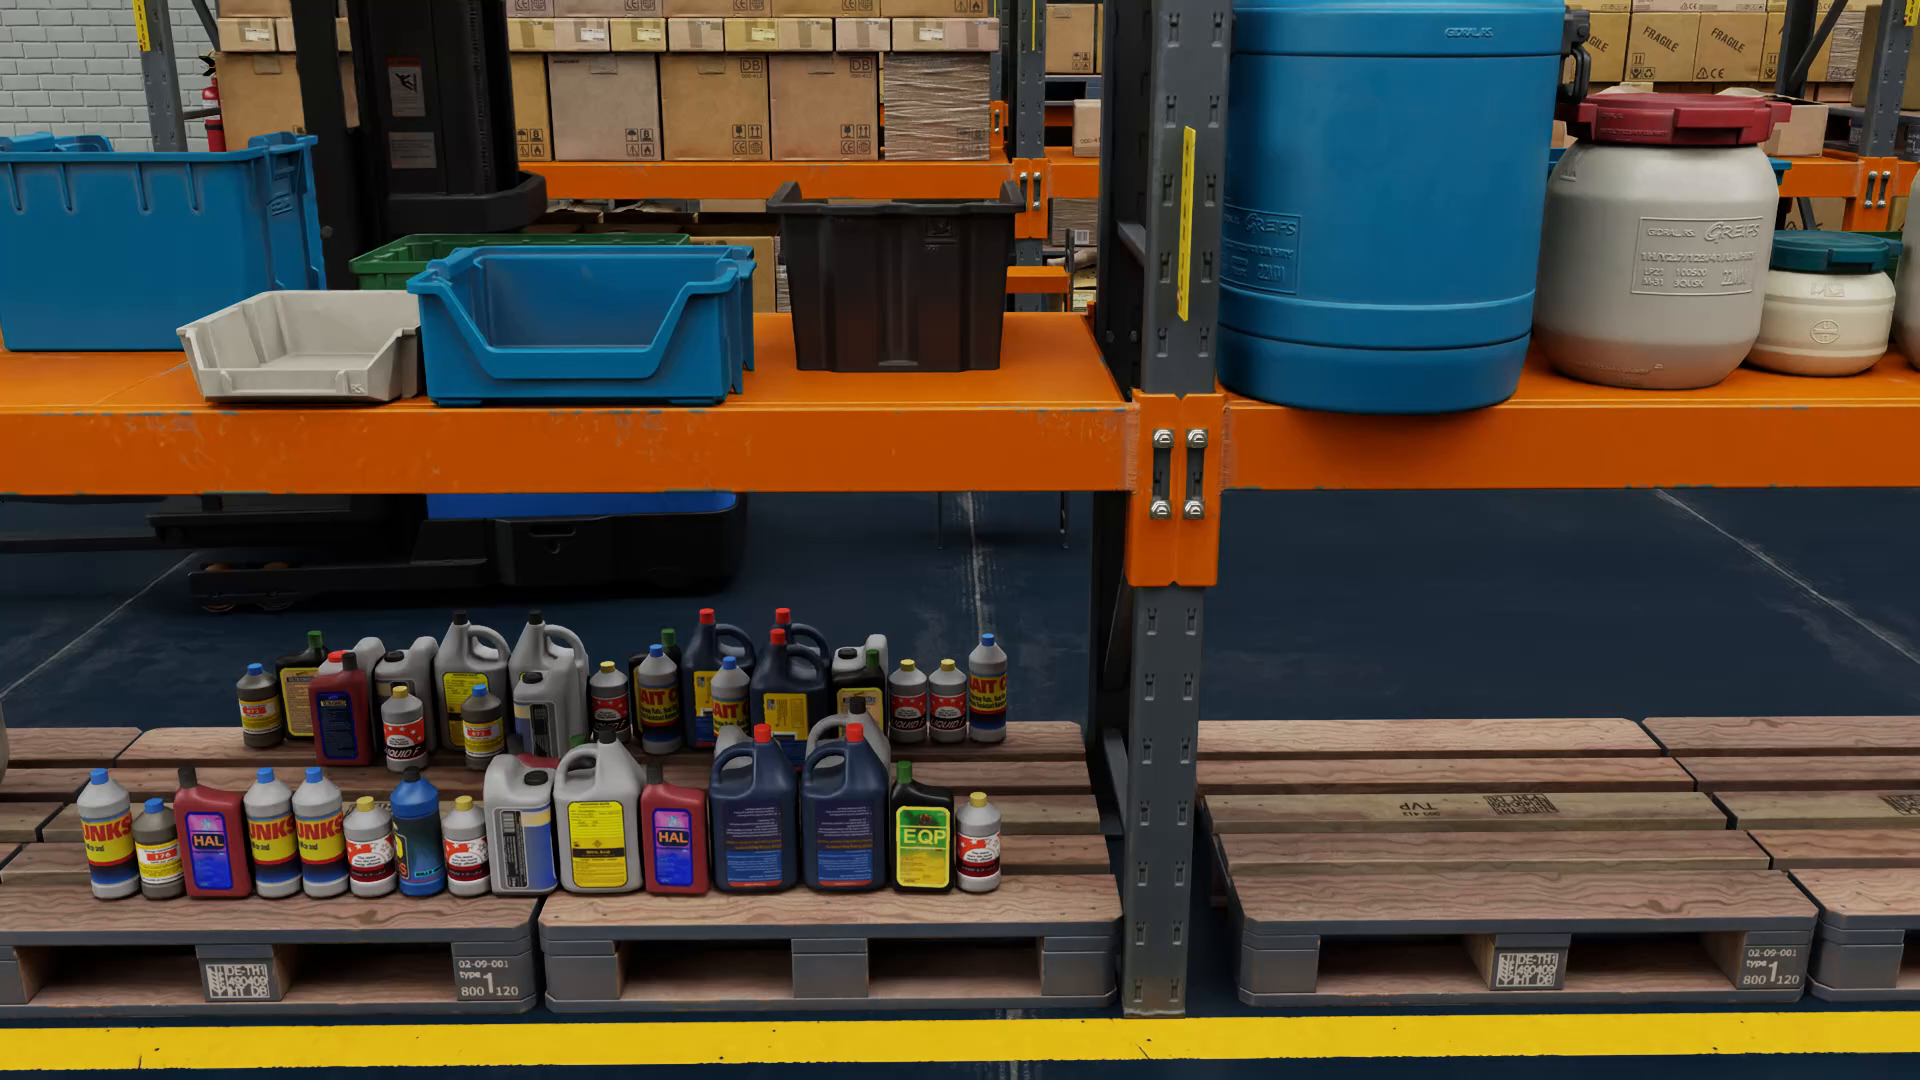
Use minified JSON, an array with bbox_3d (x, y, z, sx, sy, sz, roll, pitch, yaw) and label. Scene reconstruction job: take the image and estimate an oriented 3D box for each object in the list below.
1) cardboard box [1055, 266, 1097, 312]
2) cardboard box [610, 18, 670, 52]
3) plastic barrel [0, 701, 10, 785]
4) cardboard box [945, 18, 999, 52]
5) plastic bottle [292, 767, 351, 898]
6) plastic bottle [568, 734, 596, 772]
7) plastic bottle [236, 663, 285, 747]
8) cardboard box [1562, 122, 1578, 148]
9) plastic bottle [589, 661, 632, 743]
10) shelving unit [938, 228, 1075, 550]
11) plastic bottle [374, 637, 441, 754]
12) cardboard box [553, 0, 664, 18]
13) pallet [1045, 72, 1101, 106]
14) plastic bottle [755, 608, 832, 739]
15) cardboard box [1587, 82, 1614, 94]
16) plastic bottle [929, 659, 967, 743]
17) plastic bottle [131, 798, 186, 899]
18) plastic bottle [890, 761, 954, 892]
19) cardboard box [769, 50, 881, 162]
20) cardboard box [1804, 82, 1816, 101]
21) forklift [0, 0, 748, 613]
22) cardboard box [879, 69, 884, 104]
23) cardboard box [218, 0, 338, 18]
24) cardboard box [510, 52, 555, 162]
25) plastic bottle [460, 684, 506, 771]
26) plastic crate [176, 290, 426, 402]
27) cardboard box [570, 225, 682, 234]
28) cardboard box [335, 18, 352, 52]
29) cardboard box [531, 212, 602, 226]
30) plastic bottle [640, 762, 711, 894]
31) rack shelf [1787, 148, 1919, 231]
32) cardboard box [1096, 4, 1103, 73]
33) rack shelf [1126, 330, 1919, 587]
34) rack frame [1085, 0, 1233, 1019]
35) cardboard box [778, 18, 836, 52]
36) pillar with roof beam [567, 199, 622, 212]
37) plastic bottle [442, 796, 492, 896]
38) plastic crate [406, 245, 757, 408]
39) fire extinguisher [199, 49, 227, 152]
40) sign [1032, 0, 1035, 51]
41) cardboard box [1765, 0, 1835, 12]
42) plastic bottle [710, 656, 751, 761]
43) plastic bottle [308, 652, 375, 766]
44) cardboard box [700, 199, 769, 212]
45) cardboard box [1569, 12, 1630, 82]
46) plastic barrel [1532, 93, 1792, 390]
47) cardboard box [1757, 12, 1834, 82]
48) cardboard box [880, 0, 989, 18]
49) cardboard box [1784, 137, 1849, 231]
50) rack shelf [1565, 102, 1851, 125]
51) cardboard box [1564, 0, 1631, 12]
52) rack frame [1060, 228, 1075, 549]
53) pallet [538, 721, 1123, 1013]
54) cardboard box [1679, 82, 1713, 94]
[{"bbox_3d":[0.739,-1.184,8.222,0.500,0.311,0.500,0,18,-1],"label":"cardboard box"},{"bbox_3d":[-1.482,-2.382,7.836,0.250,0.149,0.380,0,18,1],"label":"cardboard box"},{"bbox_3d":[-2.445,0.388,3.813,0.421,0.512,0.421,0,18,0],"label":"plastic barrel"},{"bbox_3d":[0.053,-2.390,7.861,0.250,0.149,0.380,0,18,-1],"label":"cardboard box"},{"bbox_3d":[-1.343,0.606,3.494,0.097,0.271,0.097,0,18,0],"label":"plastic bottle"},{"bbox_3d":[-0.785,0.559,3.620,0.133,0.283,0.061,0,18,-1],"label":"plastic bottle"},{"bbox_3d":[-1.774,0.412,4.212,0.097,0.201,0.097,0,18,0],"label":"plastic bottle"},{"bbox_3d":[3.047,-1.976,8.209,0.250,0.149,0.380,1,18,3],"label":"cardboard box"},{"bbox_3d":[-0.890,0.408,4.225,0.097,0.201,0.097,0,18,0],"label":"plastic bottle"},{"bbox_3d":[0.166,-0.572,6.367,0.503,1.200,0.258,0,18,-1],"label":"shelving unit"},{"bbox_3d":[-1.383,0.383,4.180,0.135,0.276,0.152,-1,18,-2],"label":"plastic bottle"},{"bbox_3d":[-1.627,-2.754,7.934,0.500,0.500,0.700,0,18,-1],"label":"cardboard box"},{"bbox_3d":[1.006,-3.481,12.802,1.213,0.211,1.003,0,18,-1],"label":"pallet"},{"bbox_3d":[-0.417,0.342,4.187,0.185,0.351,0.144,0,18,1],"label":"plastic bottle"},{"bbox_3d":[4.824,-3.451,12.775,0.250,0.149,0.380,0,18,0],"label":"cardboard box"},{"bbox_3d":[-0.031,0.404,4.238,0.097,0.201,0.097,0,18,0],"label":"plastic bottle"},{"bbox_3d":[-1.682,0.641,3.499,0.097,0.201,0.097,0,18,0],"label":"plastic bottle"},{"bbox_3d":[-0.080,0.600,3.493,0.133,0.283,0.061,1,18,2],"label":"plastic bottle"},{"bbox_3d":[-0.649,-2.139,8.141,0.500,0.500,0.700,0,18,-1],"label":"cardboard box"},{"bbox_3d":[6.369,-3.463,12.810,0.250,0.149,0.380,0,18,1],"label":"cardboard box"},{"bbox_3d":[-2.338,-1.313,5.844,3.031,2.935,1.130,-2,18,-5],"label":"forklift"},{"bbox_3d":[-0.727,-3.456,12.624,0.500,0.250,0.500,0,18,-1],"label":"cardboard box"},{"bbox_3d":[-3.158,-2.745,7.905,0.500,0.500,0.700,0,18,-1],"label":"cardboard box"},{"bbox_3d":[-2.189,-2.131,8.117,0.500,0.500,0.700,0,18,0],"label":"cardboard box"},{"bbox_3d":[-1.171,0.454,4.084,0.097,0.201,0.097,0,18,0],"label":"plastic bottle"},{"bbox_3d":[-1.223,-0.376,3.242,0.437,0.136,0.530,0,18,-1],"label":"plastic crate"},{"bbox_3d":[-1.638,-1.269,8.181,0.500,0.500,0.500,0,18,-1],"label":"cardboard box"},{"bbox_3d":[-2.769,-2.376,7.818,0.250,0.149,0.380,0,18,-1],"label":"cardboard box"},{"bbox_3d":[-2.147,-1.431,8.685,0.500,0.500,0.500,0,18,-1],"label":"cardboard box"},{"bbox_3d":[-0.597,0.602,3.486,0.133,0.283,0.061,1,18,3],"label":"plastic bottle"},{"bbox_3d":[6.321,-1.786,8.383,4.000,0.370,1.077,0,18,-1],"label":"rack shelf"},{"bbox_3d":[1.308,-3.862,12.794,0.500,0.500,0.700,2,18,5],"label":"cardboard box"},{"bbox_3d":[2.396,-0.254,3.607,4.000,0.370,1.077,0,18,-1],"label":"rack shelf"},{"bbox_3d":[0.396,-0.587,3.467,0.127,3.000,1.000,0,18,-1],"label":"rack frame"},{"bbox_3d":[-0.718,-2.385,7.848,0.250,0.149,0.380,0,18,-1],"label":"cardboard box"},{"bbox_3d":[-3.005,-5.403,8.658,0.400,9.000,9.100,0,18,-1],"label":"pillar with roof beam"},{"bbox_3d":[-1.038,0.638,3.509,0.097,0.201,0.097,0,18,0],"label":"plastic bottle"},{"bbox_3d":[-0.706,-0.428,3.215,0.616,0.251,0.499,0,18,-1],"label":"plastic crate"},{"bbox_3d":[-3.803,-2.185,8.575,0.183,0.674,0.296,0,18,-1],"label":"fire extinguisher"},{"bbox_3d":[0.332,-2.380,7.510,0.005,0.325,0.100,0,18,-1],"label":"sign"},{"bbox_3d":[6.245,-4.122,12.576,0.500,0.250,0.500,-1,18,-2],"label":"cardboard box"},{"bbox_3d":[-0.560,0.417,4.082,0.097,0.271,0.097,0,18,0],"label":"plastic bottle"},{"bbox_3d":[-1.519,0.413,4.076,0.133,0.283,0.061,0,18,-1],"label":"plastic bottle"},{"bbox_3d":[-1.762,-2.580,13.051,0.500,0.500,0.700,-1,18,-4],"label":"cardboard box"},{"bbox_3d":[4.729,-3.755,12.659,0.500,0.500,0.500,0,18,1],"label":"cardboard box"},{"bbox_3d":[1.356,-0.589,3.252,0.433,0.535,0.433,0,18,0],"label":"plastic barrel"},{"bbox_3d":[6.270,-3.762,12.680,0.500,0.500,0.500,0,18,1],"label":"cardboard box"},{"bbox_3d":[-0.122,-2.761,7.957,0.500,0.500,0.700,0,18,-1],"label":"cardboard box"},{"bbox_3d":[6.702,-2.780,13.134,0.750,0.750,0.750,0,18,1],"label":"cardboard box"},{"bbox_3d":[6.239,-3.299,13.099,4.000,0.370,1.077,0,18,-1],"label":"rack shelf"},{"bbox_3d":[4.726,-4.112,12.543,0.500,0.250,0.500,0,18,0],"label":"cardboard box"},{"bbox_3d":[0.409,-0.573,6.370,0.015,1.200,0.240,0,18,-1],"label":"rack frame"},{"bbox_3d":[-0.276,0.731,3.922,1.213,0.211,1.003,0,18,-1],"label":"pallet"},{"bbox_3d":[5.600,-3.470,12.831,0.250,0.149,0.380,0,18,0],"label":"cardboard box"}]
